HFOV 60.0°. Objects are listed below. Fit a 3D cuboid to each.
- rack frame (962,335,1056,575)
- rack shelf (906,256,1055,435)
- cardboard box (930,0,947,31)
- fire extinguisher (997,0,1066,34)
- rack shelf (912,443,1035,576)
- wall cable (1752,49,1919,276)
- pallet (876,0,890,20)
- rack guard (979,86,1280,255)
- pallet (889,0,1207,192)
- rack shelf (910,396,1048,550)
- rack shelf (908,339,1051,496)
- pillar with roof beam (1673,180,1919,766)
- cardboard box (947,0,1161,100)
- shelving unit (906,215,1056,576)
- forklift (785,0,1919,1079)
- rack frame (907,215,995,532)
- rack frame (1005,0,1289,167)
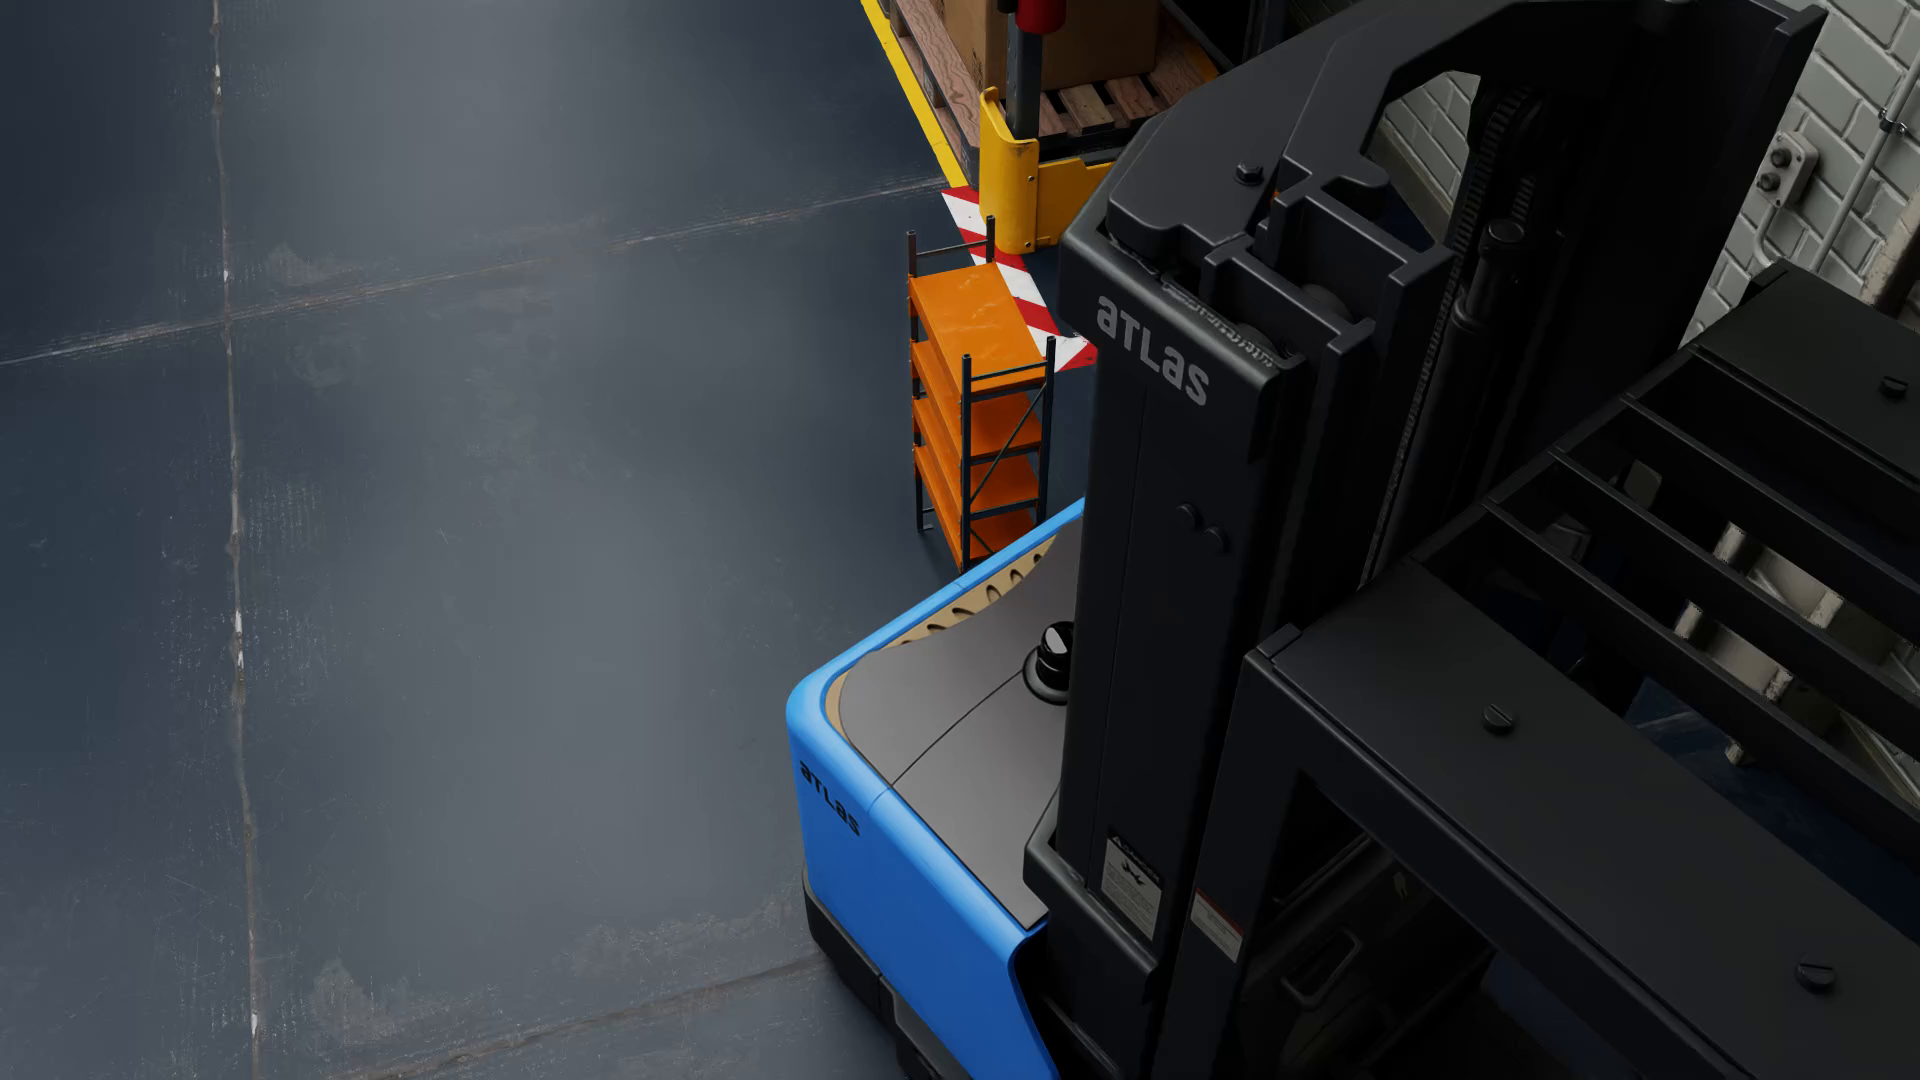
[{"bbox_3d":[0.121,-0.088,4.539,0.240,1.200,0.015,-13,51,-11],"label":"rack frame"},{"bbox_3d":[0.049,-0.519,4.389,0.258,0.148,0.480,-13,51,-11],"label":"rack shelf"},{"bbox_3d":[0.207,-2.464,6.726,0.700,0.500,0.500,-13,51,-11],"label":"cardboard box"},{"bbox_3d":[0.261,-1.921,5.202,0.296,0.674,0.183,-13,51,-11],"label":"fire extinguisher"},{"bbox_3d":[0.049,-0.094,4.893,0.258,0.148,0.480,-13,51,-11],"label":"rack shelf"},{"bbox_3d":[1.940,-1.887,4.214,0.084,1.984,1.851,-13,51,-11],"label":"wall cable"},{"bbox_3d":[-0.011,-2.838,7.504,1.003,0.211,1.213,-13,51,-11],"label":"pallet"},{"bbox_3d":[0.665,-1.457,6.152,1.175,0.500,0.348,-13,51,-11],"label":"rack guard"},{"bbox_3d":[0.346,-1.948,6.754,1.003,0.211,1.213,-13,51,-11],"label":"pallet"},{"bbox_3d":[0.049,-0.222,4.741,0.258,0.148,0.480,-13,51,-11],"label":"rack shelf"},{"bbox_3d":[0.049,-0.367,4.570,0.258,0.148,0.480,-13,51,-11],"label":"rack shelf"},{"bbox_3d":[-1.830,-1.465,0.599,9.100,9.000,0.400,-13,51,-11],"label":"pillar with roof beam"},{"bbox_3d":[0.355,-2.099,6.418,0.700,0.500,0.500,-13,51,-11],"label":"cardboard box"},{"bbox_3d":[0.049,-0.266,4.689,0.258,1.200,0.503,-13,51,-11],"label":"shelving unit"},{"bbox_3d":[0.934,0.709,2.736,1.130,2.935,3.031,-32,57,-24],"label":"forklift"},{"bbox_3d":[-0.023,-0.444,4.840,0.240,1.200,0.015,-13,51,-11],"label":"rack frame"},{"bbox_3d":[0.658,-2.281,5.211,1.000,3.000,0.127,-13,51,-11],"label":"rack frame"}]
